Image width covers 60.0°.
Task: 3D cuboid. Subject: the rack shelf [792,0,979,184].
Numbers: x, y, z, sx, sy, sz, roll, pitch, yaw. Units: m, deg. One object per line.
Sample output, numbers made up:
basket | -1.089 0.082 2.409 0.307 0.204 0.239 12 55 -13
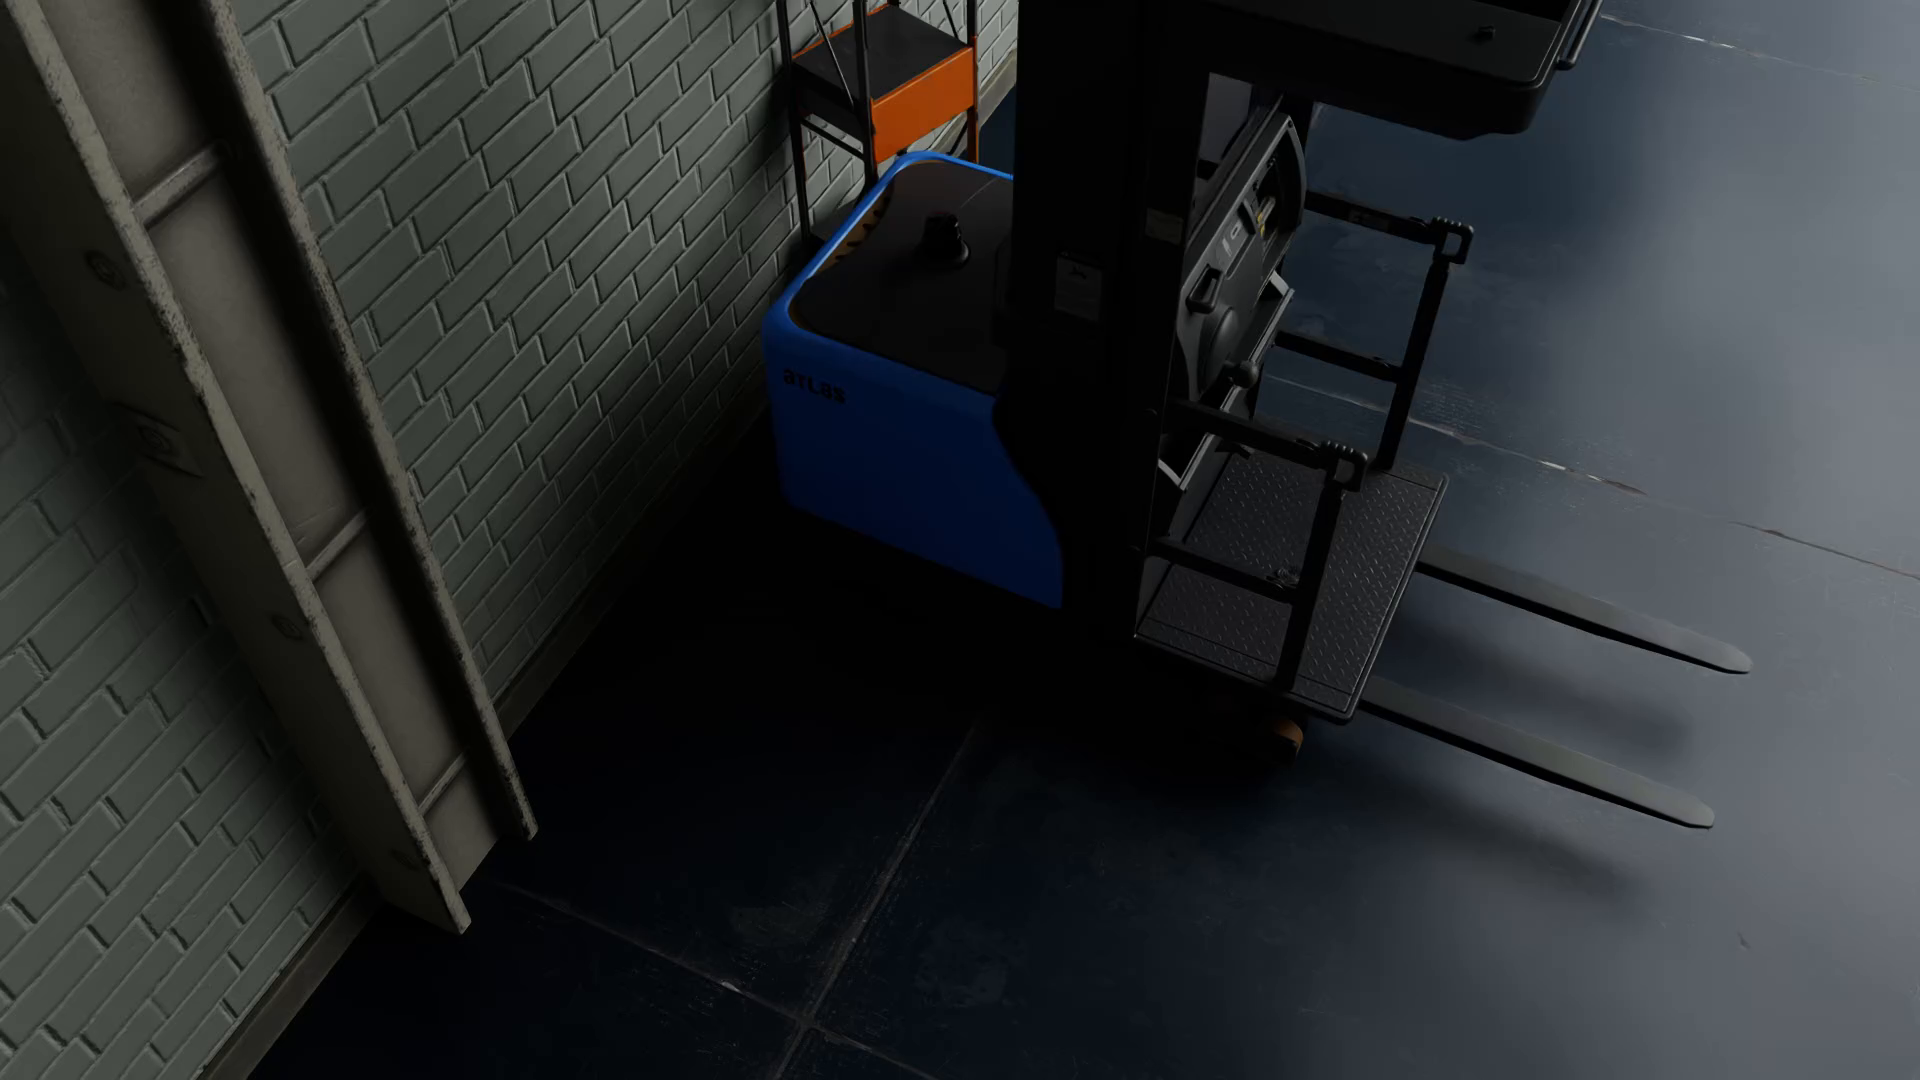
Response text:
rack shelf | -0.256 -1.446 5.601 0.431 0.518 0.480 36 59 28

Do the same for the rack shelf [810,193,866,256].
rack shelf | -0.244 -0.987 6.130 0.431 0.518 0.480 36 59 28

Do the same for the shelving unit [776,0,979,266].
shelving unit | -0.256 -1.454 5.591 0.431 2.100 0.503 36 59 28

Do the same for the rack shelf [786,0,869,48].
rack shelf | -0.268 -1.904 5.072 0.431 0.518 0.480 36 59 28

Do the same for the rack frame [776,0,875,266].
rack frame | -0.426 -1.320 5.478 0.400 2.100 0.015 36 59 28

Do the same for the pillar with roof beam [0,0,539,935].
pillar with roof beam | 2.402 -0.563 0.321 9.100 9.000 0.400 20 52 16

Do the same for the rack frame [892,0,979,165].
rack frame | -0.087 -1.589 5.703 0.400 2.100 0.015 36 59 28

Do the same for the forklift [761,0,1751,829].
forklift | 0.945 -0.723 4.440 3.031 2.935 1.130 21 53 17
